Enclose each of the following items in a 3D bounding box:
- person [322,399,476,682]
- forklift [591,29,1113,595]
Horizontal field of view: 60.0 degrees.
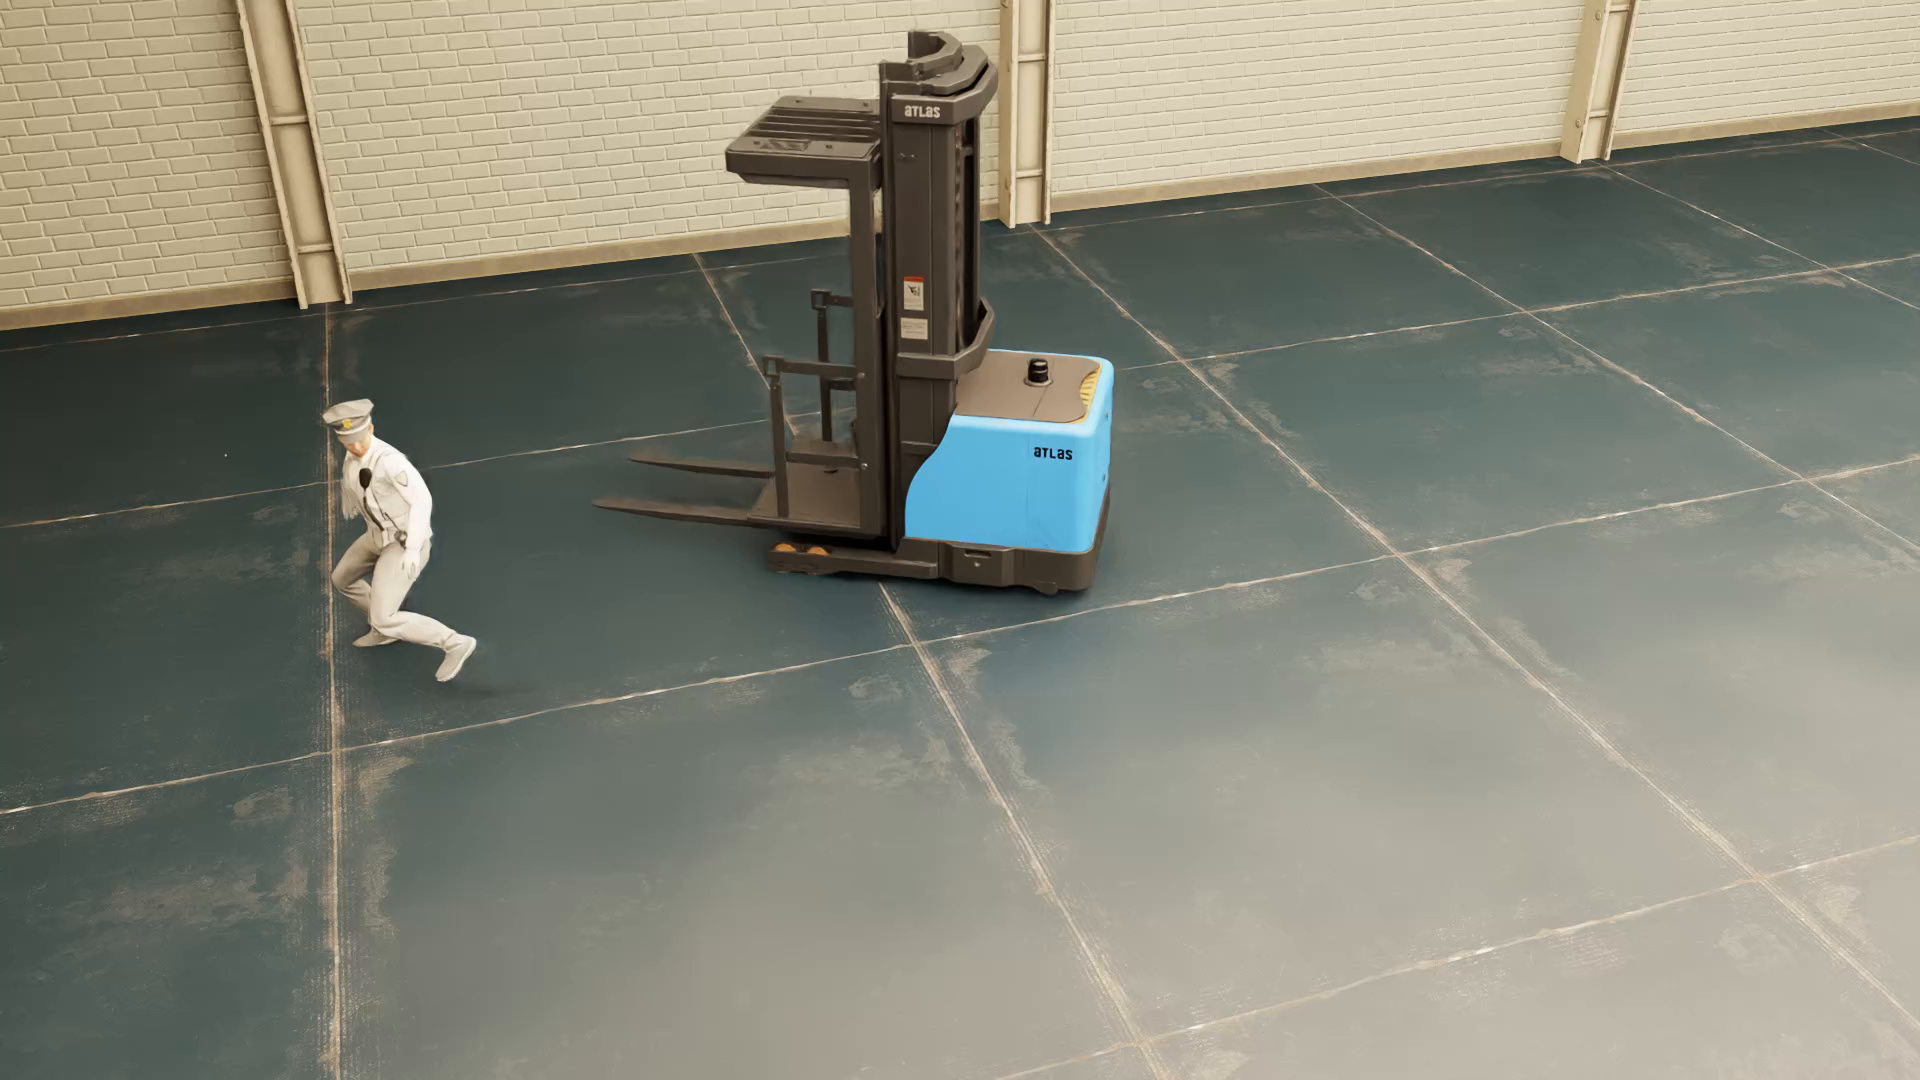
[{"bbox_3d":[-2.975,-0.008,8.572,0.468,1.554,1.042,-21,36,-32],"label":"person"},{"bbox_3d":[-0.659,-1.312,9.368,3.031,2.935,1.130,5,30,9],"label":"forklift"}]
